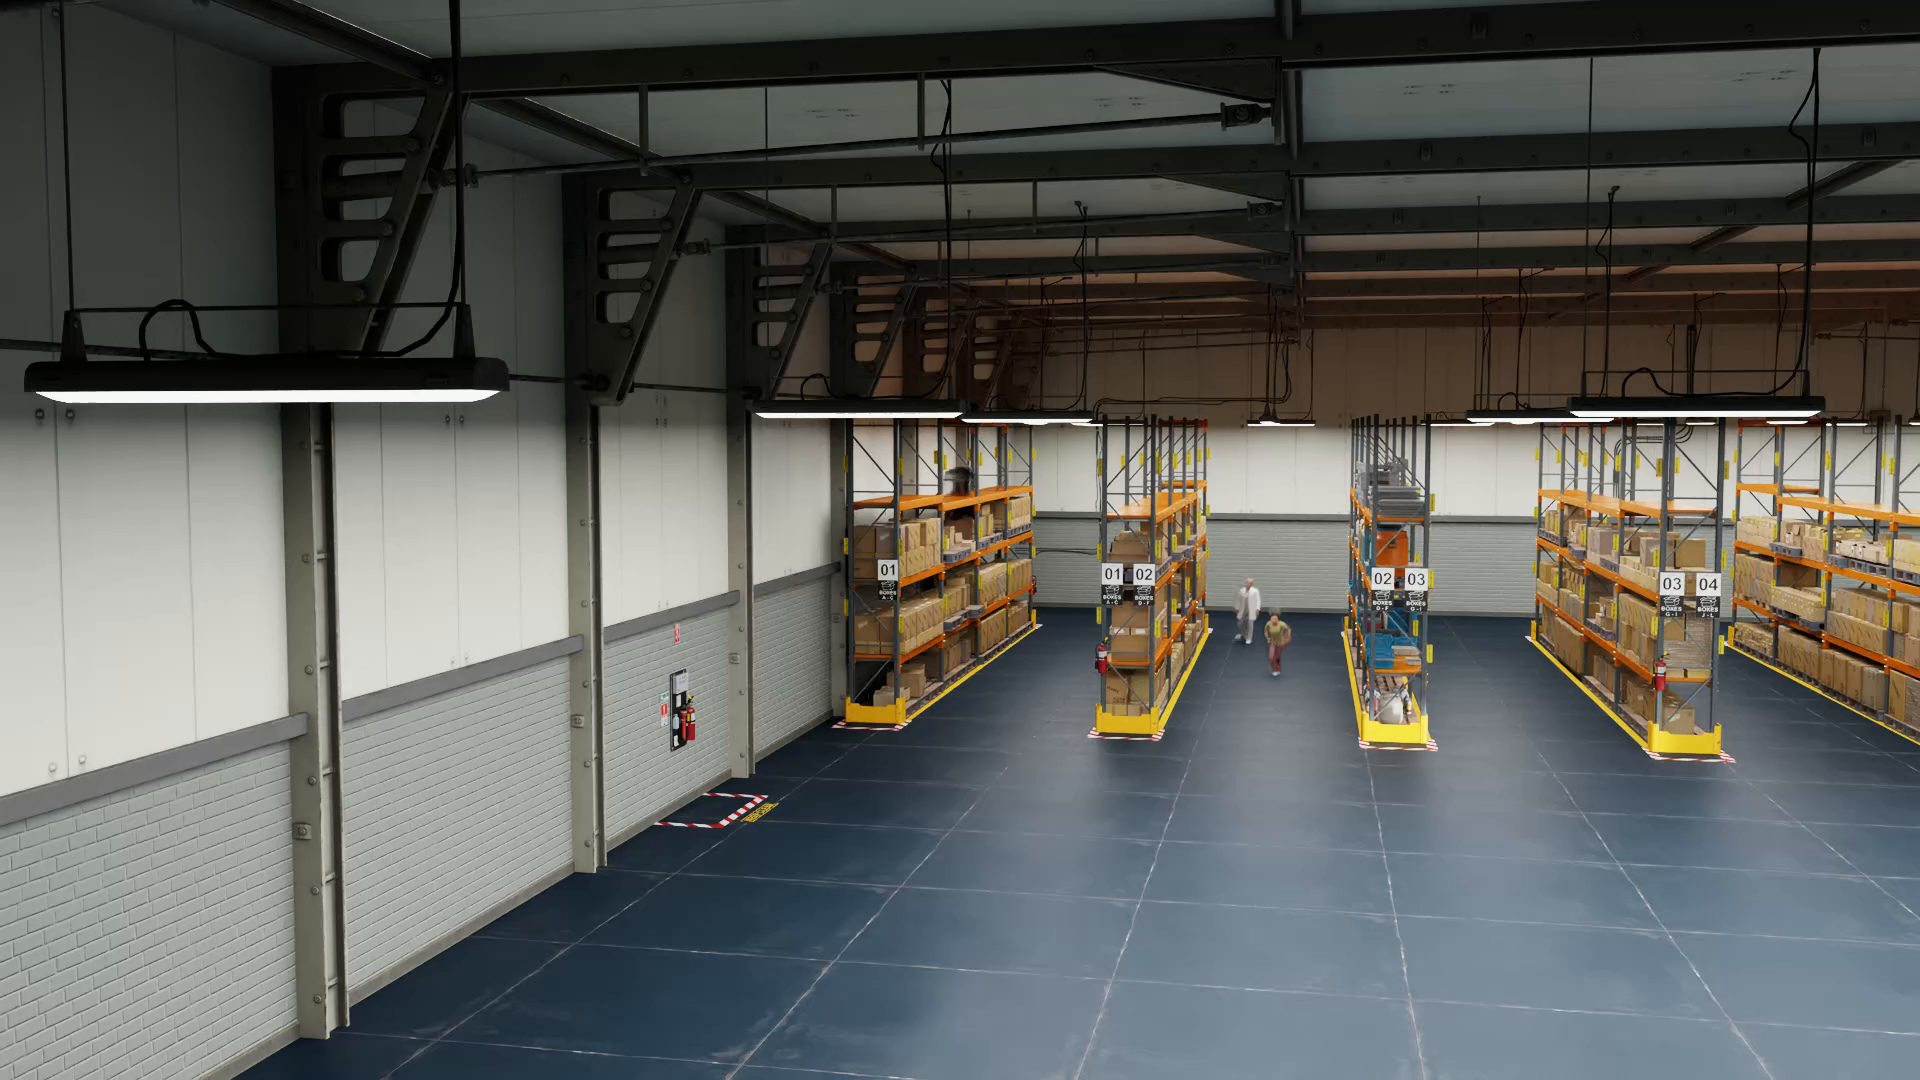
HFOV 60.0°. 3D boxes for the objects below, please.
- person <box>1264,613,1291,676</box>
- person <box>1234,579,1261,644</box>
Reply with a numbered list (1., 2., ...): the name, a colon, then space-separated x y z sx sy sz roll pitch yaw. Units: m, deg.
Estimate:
1. person: 7.371 2.407 38.582 0.600 1.507 0.801 1 4 18
2. person: 7.684 1.891 44.413 0.752 1.743 0.723 1 4 21
